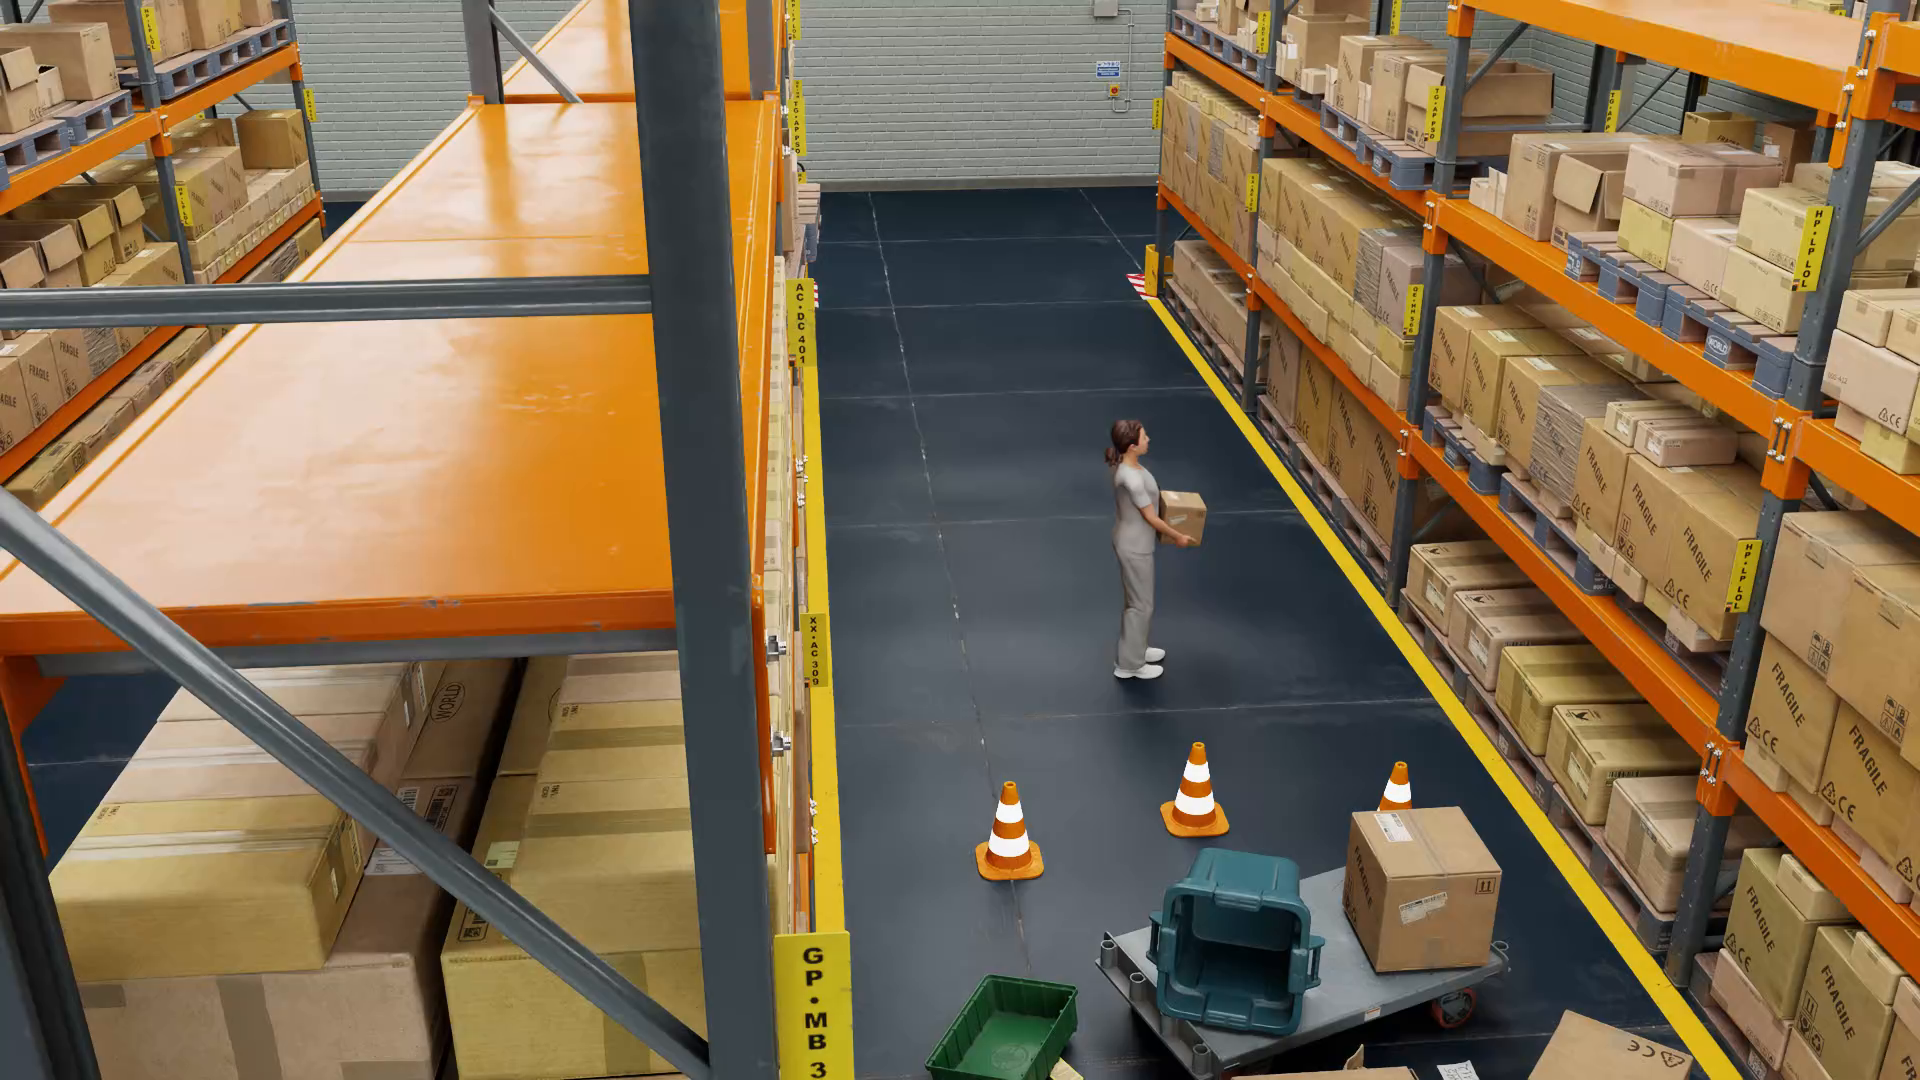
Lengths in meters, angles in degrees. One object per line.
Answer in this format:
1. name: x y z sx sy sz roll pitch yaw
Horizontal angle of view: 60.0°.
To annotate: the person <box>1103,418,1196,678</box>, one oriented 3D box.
1. person: 1.141 0.042 10.232 0.561 1.662 0.436 -2 24 -4
